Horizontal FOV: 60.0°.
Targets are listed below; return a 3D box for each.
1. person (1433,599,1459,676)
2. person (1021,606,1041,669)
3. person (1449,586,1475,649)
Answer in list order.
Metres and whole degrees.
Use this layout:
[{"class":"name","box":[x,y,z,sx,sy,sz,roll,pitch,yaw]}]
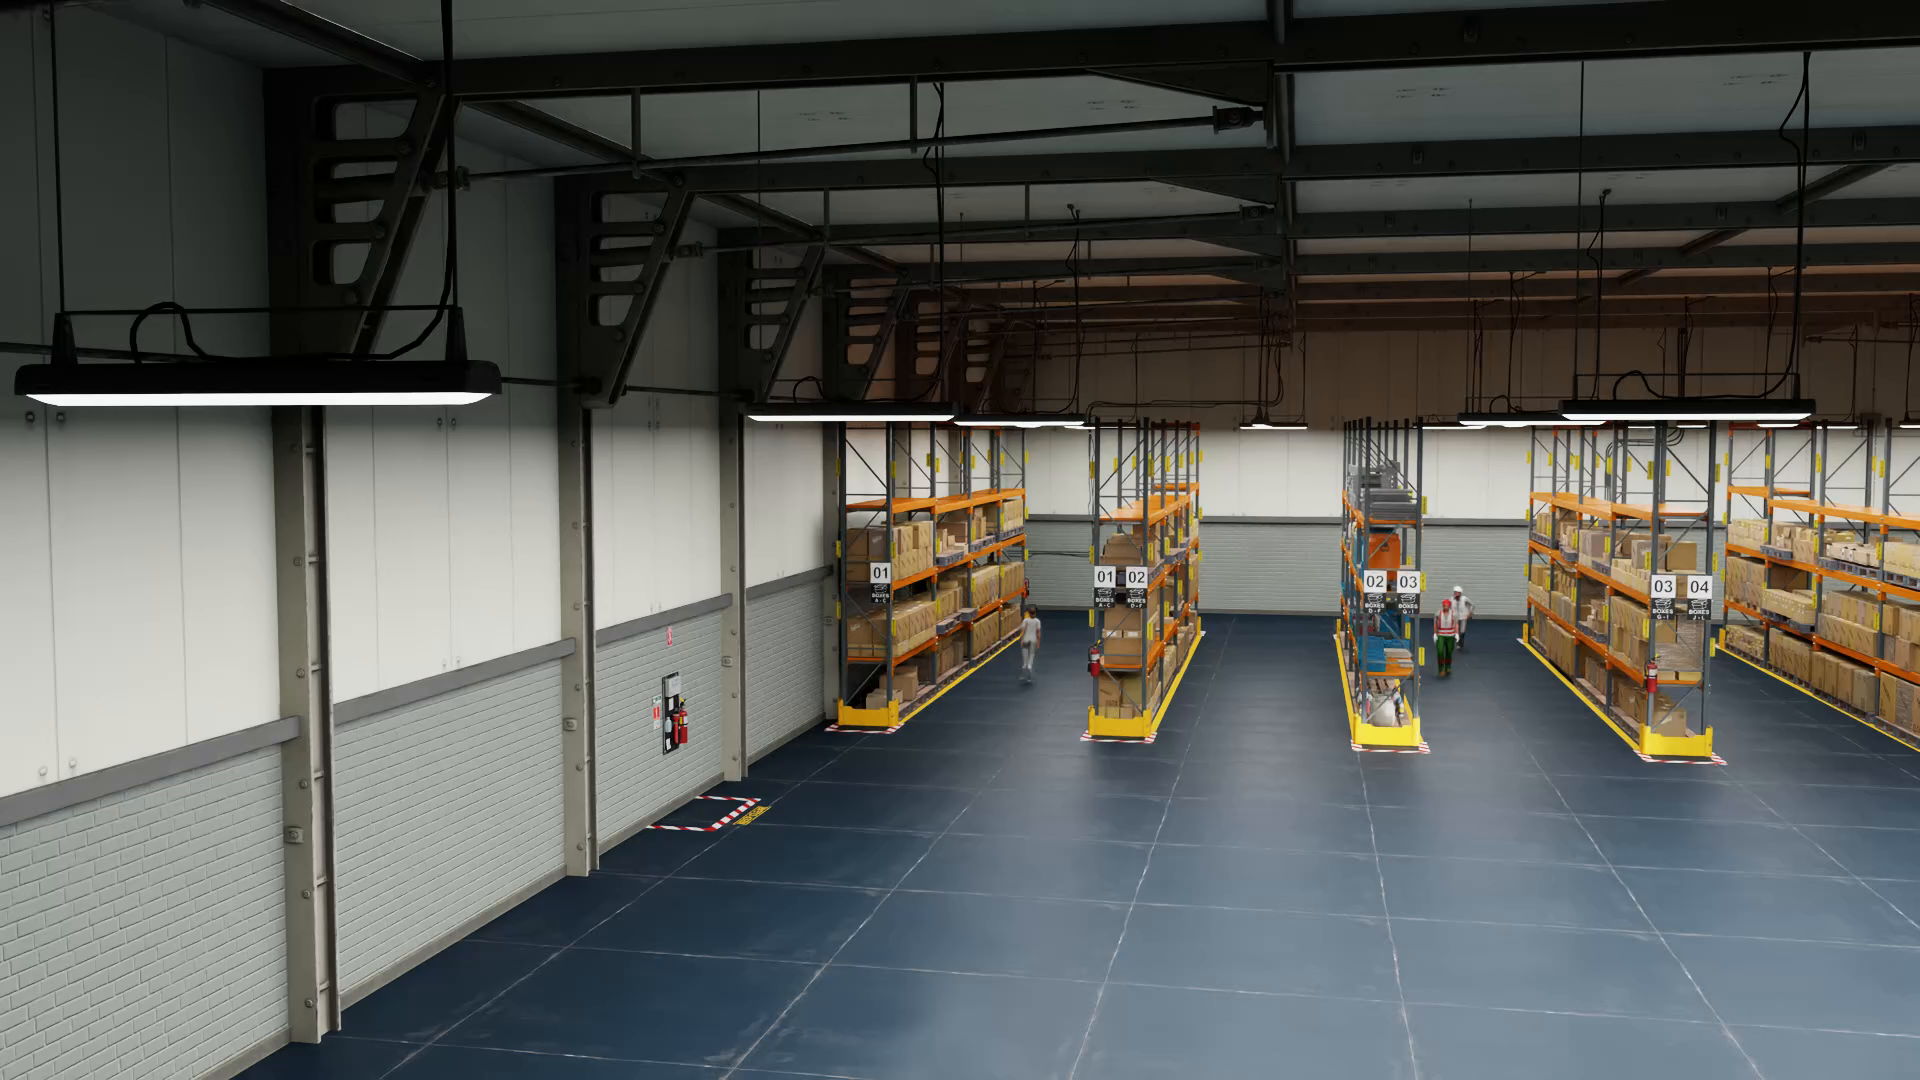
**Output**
[{"class":"person","box":[11.470,2.301,39.212,0.583,1.830,0.566,1,4,15]},{"class":"person","box":[1.641,2.271,38.360,0.453,1.480,0.711,0,4,6]},{"class":"person","box":[13.187,2.042,43.796,0.709,1.682,0.702,1,4,20]}]
